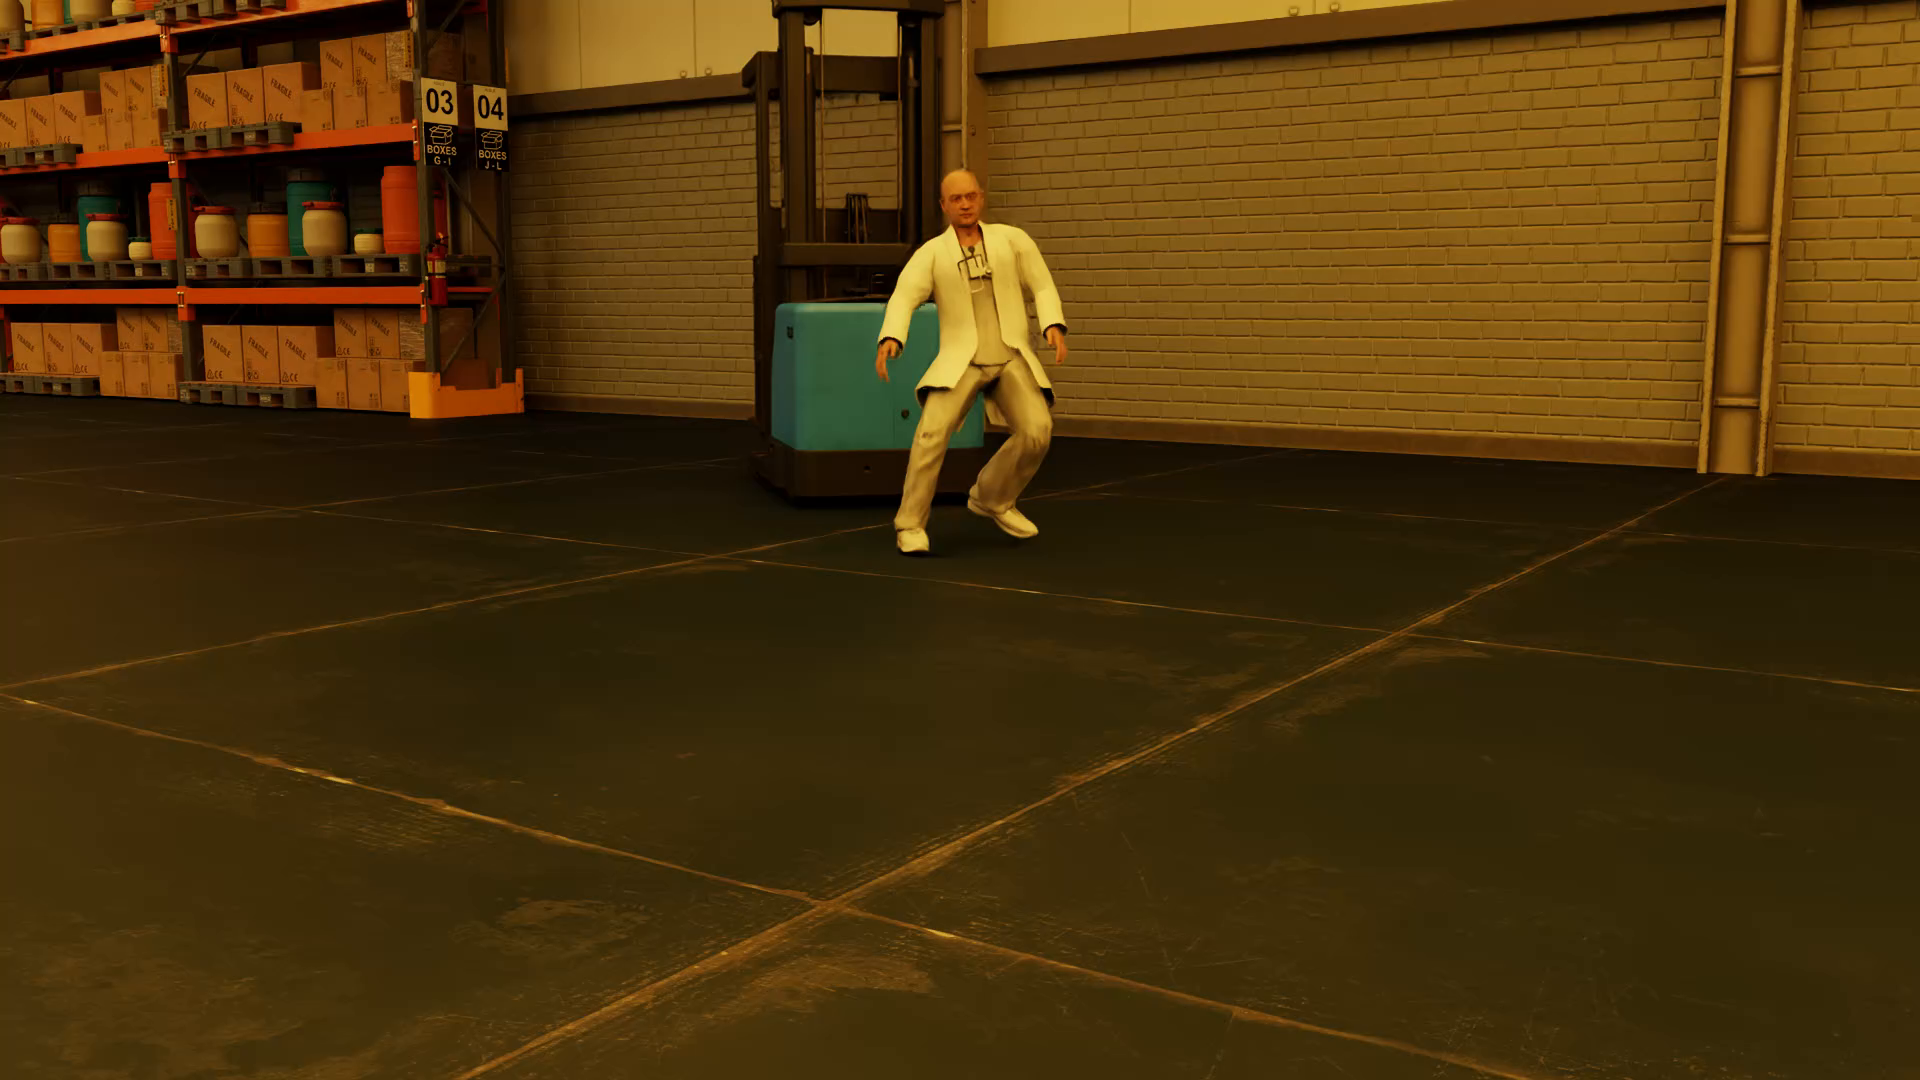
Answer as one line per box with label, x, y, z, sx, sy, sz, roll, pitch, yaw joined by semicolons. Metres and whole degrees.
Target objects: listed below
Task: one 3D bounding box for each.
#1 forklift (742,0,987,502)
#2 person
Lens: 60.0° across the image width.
forklift;-0.705;-1.826;10.032;1.130;2.935;3.031;-2;8;-14
person;0.048;-0.785;7.258;0.844;1.646;0.628;-1;8;-5
